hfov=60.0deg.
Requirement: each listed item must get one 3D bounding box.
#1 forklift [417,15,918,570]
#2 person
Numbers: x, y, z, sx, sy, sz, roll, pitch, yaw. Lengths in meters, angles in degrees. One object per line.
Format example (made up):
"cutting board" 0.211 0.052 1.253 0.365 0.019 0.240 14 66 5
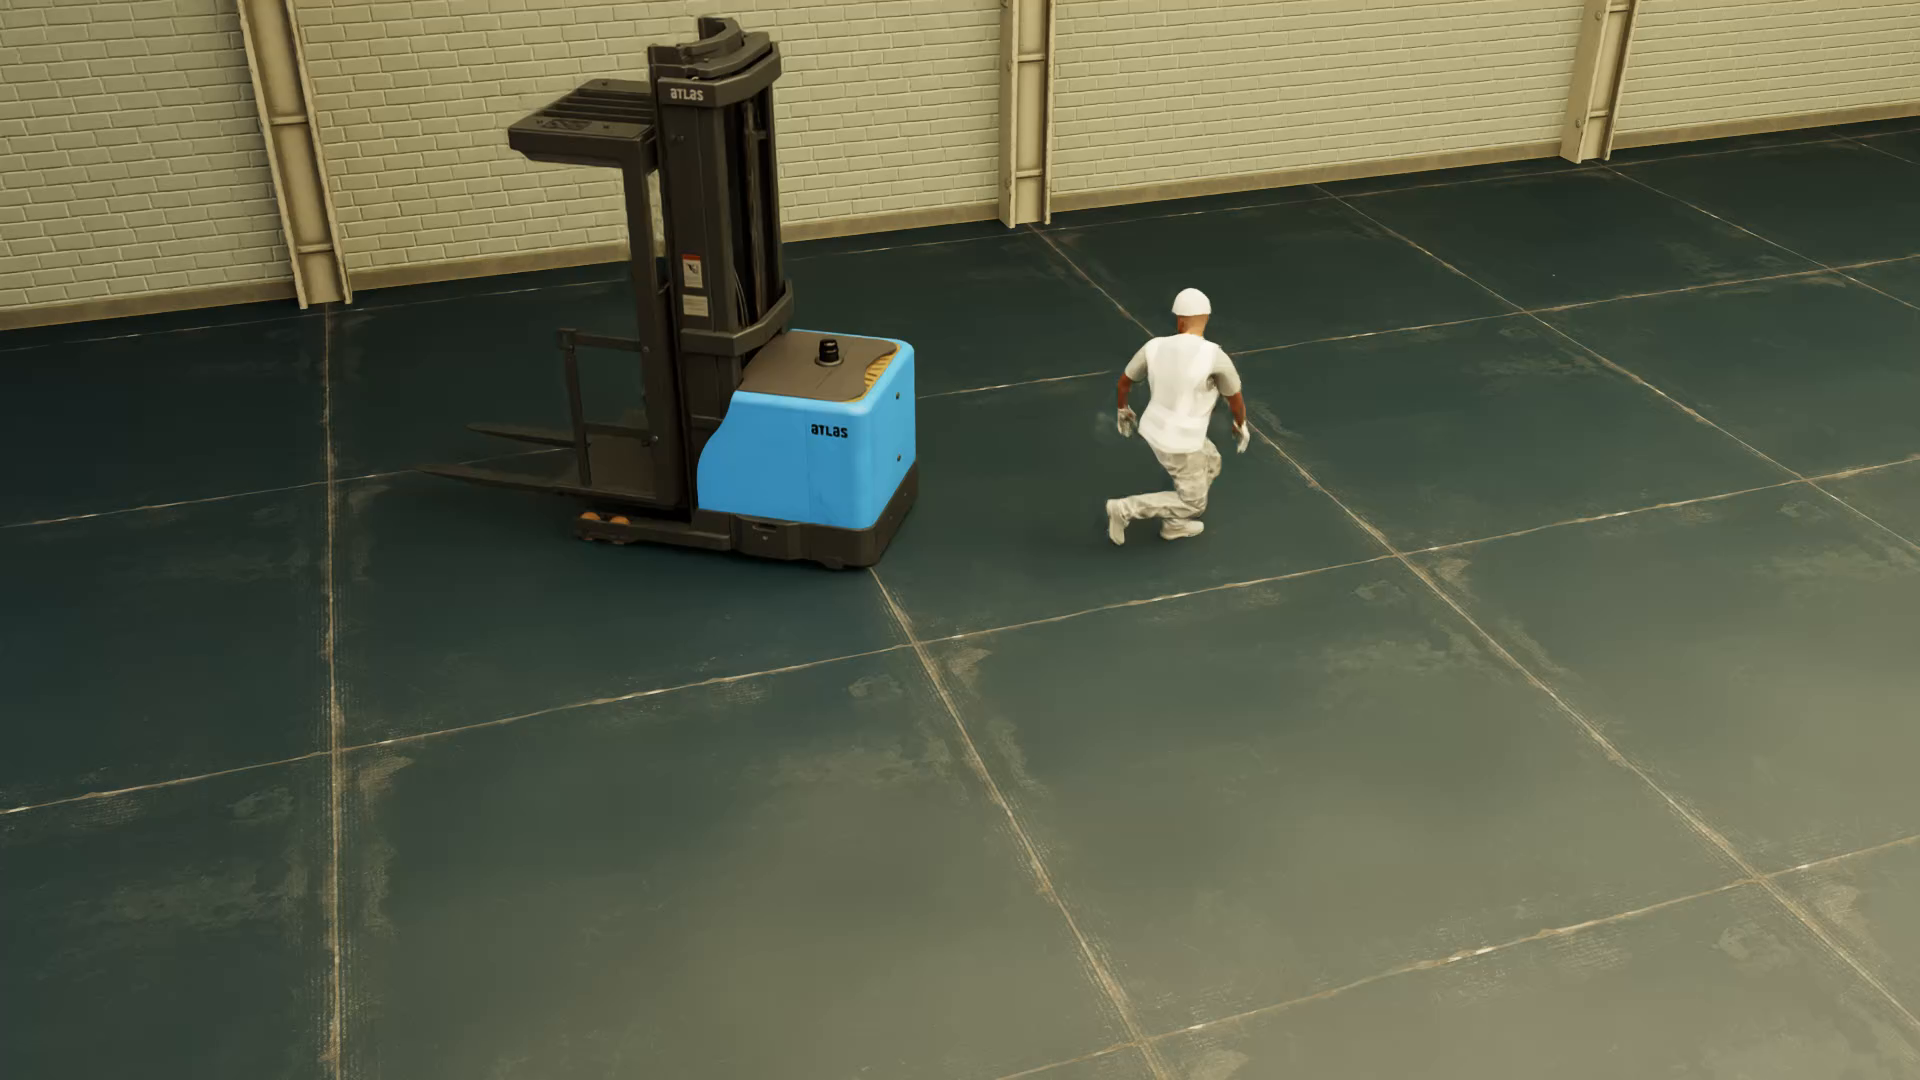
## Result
"forklift" -1.835 -1.489 9.675 3.031 2.935 1.130 7 31 13
"person" 1.225 -0.694 9.705 0.827 1.550 0.679 -12 32 -20
